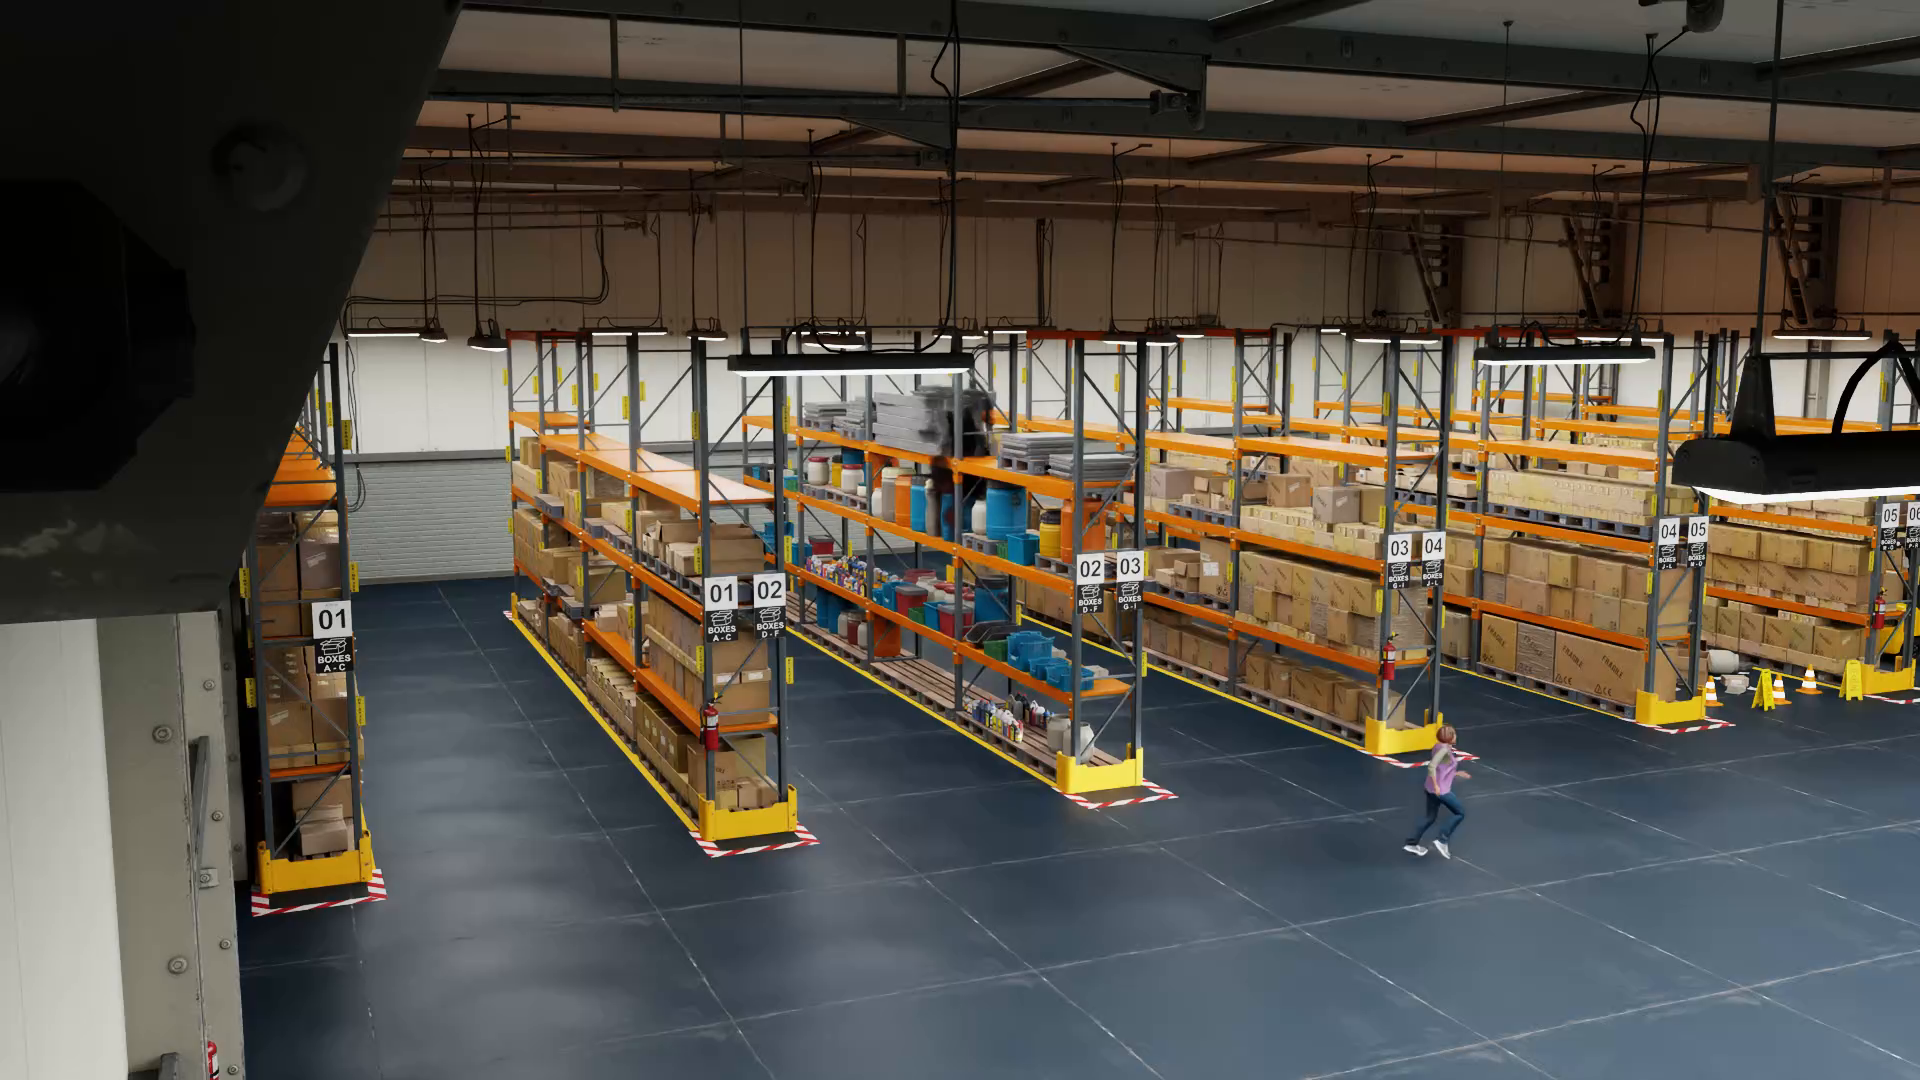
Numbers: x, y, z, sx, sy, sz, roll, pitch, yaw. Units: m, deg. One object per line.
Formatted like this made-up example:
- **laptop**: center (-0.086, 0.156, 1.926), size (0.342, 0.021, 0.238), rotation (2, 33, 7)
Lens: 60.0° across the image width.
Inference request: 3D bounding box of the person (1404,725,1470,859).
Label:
- **person**: center (5.580, 2.931, 19.371), size (0.756, 1.579, 0.455), rotation (0, 8, -3)

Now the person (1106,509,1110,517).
- **person**: center (3.418, 0.131, 39.576), size (0.712, 1.725, 0.608), rotation (2, 8, 12)
